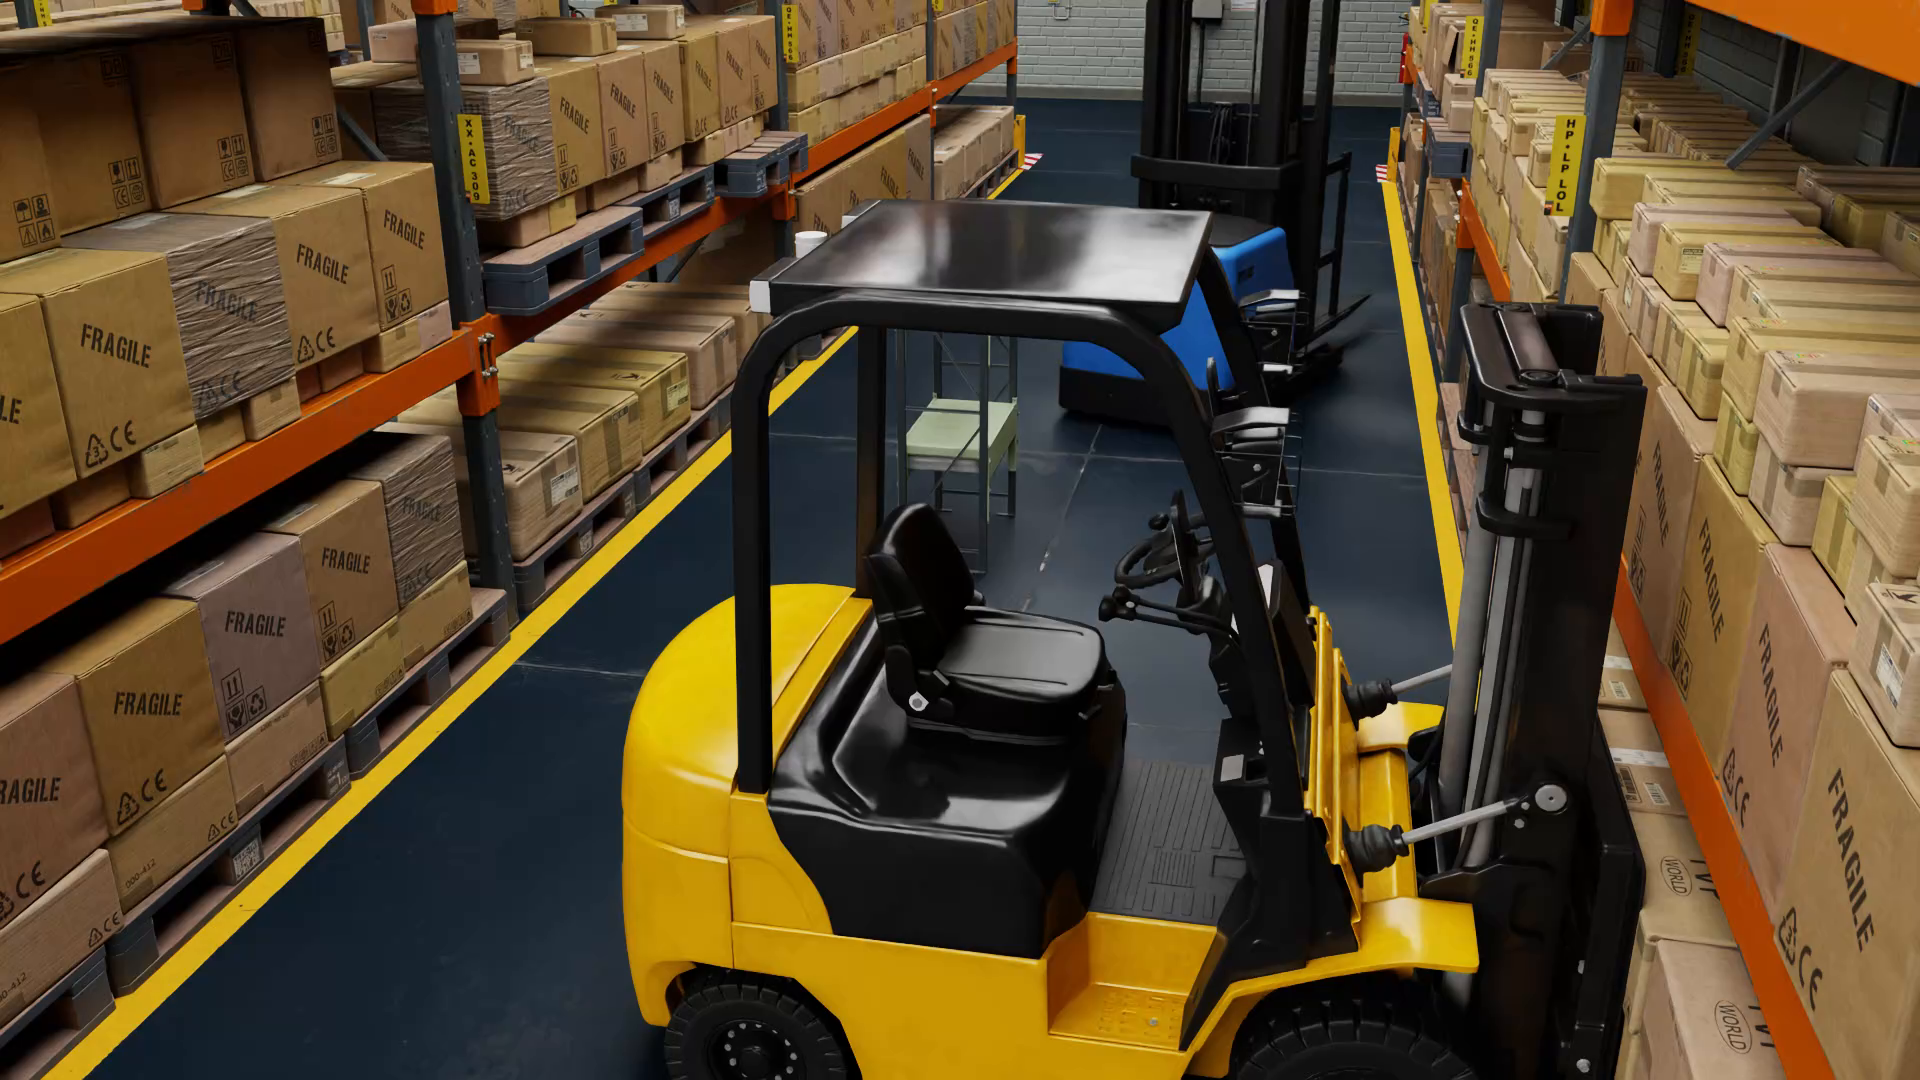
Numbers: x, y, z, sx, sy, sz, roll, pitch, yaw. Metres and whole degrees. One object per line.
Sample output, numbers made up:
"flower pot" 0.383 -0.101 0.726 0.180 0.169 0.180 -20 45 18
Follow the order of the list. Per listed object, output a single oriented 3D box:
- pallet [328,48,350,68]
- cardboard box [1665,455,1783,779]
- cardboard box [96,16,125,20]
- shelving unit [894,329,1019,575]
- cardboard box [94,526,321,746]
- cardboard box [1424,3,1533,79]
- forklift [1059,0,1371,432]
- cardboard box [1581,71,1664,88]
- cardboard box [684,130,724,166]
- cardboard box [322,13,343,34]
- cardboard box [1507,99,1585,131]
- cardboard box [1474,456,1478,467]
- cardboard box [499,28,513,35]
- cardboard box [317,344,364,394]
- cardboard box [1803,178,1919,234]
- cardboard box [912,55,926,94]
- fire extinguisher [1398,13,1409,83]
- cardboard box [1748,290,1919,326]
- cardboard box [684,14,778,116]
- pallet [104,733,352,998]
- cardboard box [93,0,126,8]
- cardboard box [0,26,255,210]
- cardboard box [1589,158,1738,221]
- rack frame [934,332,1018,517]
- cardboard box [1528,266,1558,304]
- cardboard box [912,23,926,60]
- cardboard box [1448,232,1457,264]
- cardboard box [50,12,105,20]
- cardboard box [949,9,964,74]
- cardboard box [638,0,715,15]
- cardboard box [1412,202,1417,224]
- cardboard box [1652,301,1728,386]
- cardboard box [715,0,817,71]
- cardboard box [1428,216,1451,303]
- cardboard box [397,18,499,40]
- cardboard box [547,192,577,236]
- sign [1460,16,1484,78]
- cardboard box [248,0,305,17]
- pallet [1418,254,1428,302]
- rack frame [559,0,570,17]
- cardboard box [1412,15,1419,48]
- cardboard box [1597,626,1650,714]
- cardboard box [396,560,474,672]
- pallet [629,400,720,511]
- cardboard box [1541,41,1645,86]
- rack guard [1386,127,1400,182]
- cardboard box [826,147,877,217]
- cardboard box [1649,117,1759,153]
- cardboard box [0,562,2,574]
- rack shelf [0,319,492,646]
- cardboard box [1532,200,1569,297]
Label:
"pallet" -5.884 -3.967 13.945 1.003 0.211 1.213 4 22 11
"cardboard box" 1.755 0.159 3.310 0.500 0.500 0.500 4 22 10
"cardboard box" -5.957 -3.654 11.890 0.380 0.149 0.250 4 22 9
"shelving unit" -0.001 -0.693 7.567 0.431 1.500 0.755 4 22 11
"cardboard box" -2.415 0.284 5.247 0.500 0.500 0.500 6 23 14
"cardboard box" 3.823 -3.688 12.300 0.700 0.500 0.500 5 22 12
"forklift" 1.767 -2.443 9.997 1.130 2.935 3.031 13 25 29
"cardboard box" 3.457 -2.357 8.688 0.380 0.149 0.250 5 23 13
"cardboard box" -1.465 -2.069 8.750 0.380 0.149 0.250 5 22 12
"cardboard box" -5.473 -4.380 14.089 0.380 0.149 0.250 5 23 13
"cardboard box" 2.718 -1.924 7.614 0.380 0.149 0.250 5 22 12
"cardboard box" 2.921 -0.524 7.757 0.875 0.625 0.625 4 22 9
"cardboard box" -4.795 -5.160 16.986 0.380 0.149 0.250 3 22 9
"cardboard box" -2.292 -0.619 5.713 0.380 0.149 0.250 5 22 11
"cardboard box" 2.647 -0.938 4.767 0.380 0.149 0.250 4 22 9
"cardboard box" -0.564 -3.731 13.303 0.500 0.250 0.500 4 22 10
"fire extinguisher" 4.535 -4.950 16.731 0.296 0.674 0.183 4 22 11
"cardboard box" 1.866 -0.412 3.461 0.380 0.149 0.250 5 22 12
"cardboard box" -1.356 -2.713 9.480 0.500 0.500 0.500 4 22 9
"pallet" -2.701 0.931 5.259 1.003 0.211 1.213 4 22 11
"cardboard box" -9.548 -5.888 18.260 0.500 0.250 0.500 4 22 10
"cardboard box" -2.779 -1.377 5.386 0.700 0.500 0.500 5 22 11
"cardboard box" 2.153 -1.072 5.101 0.380 0.149 0.250 5 22 12
"rack frame" 0.073 -0.827 7.900 0.400 1.500 0.023 4 22 11
"cardboard box" 2.355 -0.816 6.064 0.500 0.250 0.500 5 22 12
"cardboard box" -0.571 -3.966 13.218 0.500 0.250 0.500 4 22 11
"cardboard box" 3.203 -1.782 10.179 0.380 0.149 0.250 3 22 8
"cardboard box" -6.538 -3.803 12.259 0.380 0.149 0.250 4 22 11
"cardboard box" -0.260 -4.366 14.544 0.500 0.500 0.500 5 22 11
"cardboard box" -1.686 -3.240 10.411 0.500 0.500 0.500 4 22 9
"cardboard box" 3.967 -2.705 13.810 0.380 0.149 0.250 4 22 9
"cardboard box" 1.897 -0.466 3.993 0.380 0.149 0.250 4 22 9
"cardboard box" -1.195 -3.193 10.294 0.500 0.500 0.500 4 22 9
"cardboard box" 3.505 -1.915 11.378 0.500 0.500 0.500 4 22 9
"cardboard box" -2.317 -2.279 7.535 0.380 0.149 0.250 4 22 9
"cardboard box" -1.870 -1.405 7.101 0.380 0.149 0.250 5 22 12
"sign" 2.792 -2.682 9.054 0.100 0.325 0.005 4 22 11
"cardboard box" -5.585 -4.324 13.553 0.380 0.149 0.250 4 22 9
"pallet" 4.012 -2.013 12.569 1.003 0.211 1.213 4 22 11
"rack frame" -4.769 -5.787 18.207 1.000 3.000 0.127 4 22 11
"cardboard box" 4.398 -4.623 15.119 0.500 0.250 0.500 4 22 10
"cardboard box" 1.898 0.458 4.481 0.500 0.250 0.500 5 23 13
"cardboard box" -2.209 0.259 6.313 0.500 0.250 0.500 5 23 13
"pallet" -1.947 -0.497 8.805 1.003 0.211 1.213 4 22 11
"cardboard box" 3.583 -2.561 9.502 0.500 0.500 0.500 6 23 13
"rack guard" 4.942 -3.882 16.824 1.175 0.500 0.348 4 22 11
"cardboard box" -1.127 -2.302 11.837 0.875 0.875 0.875 5 22 12
"cardboard box" 3.147 -1.694 7.044 0.380 0.149 0.250 5 22 11
"cardboard box" -2.608 0.042 4.070 0.380 0.149 0.250 5 22 12
"rack shelf" -2.760 0.007 4.784 1.077 0.370 4.000 4 22 11
"cardboard box" 2.358 -1.042 5.958 0.500 0.250 0.500 4 22 10
